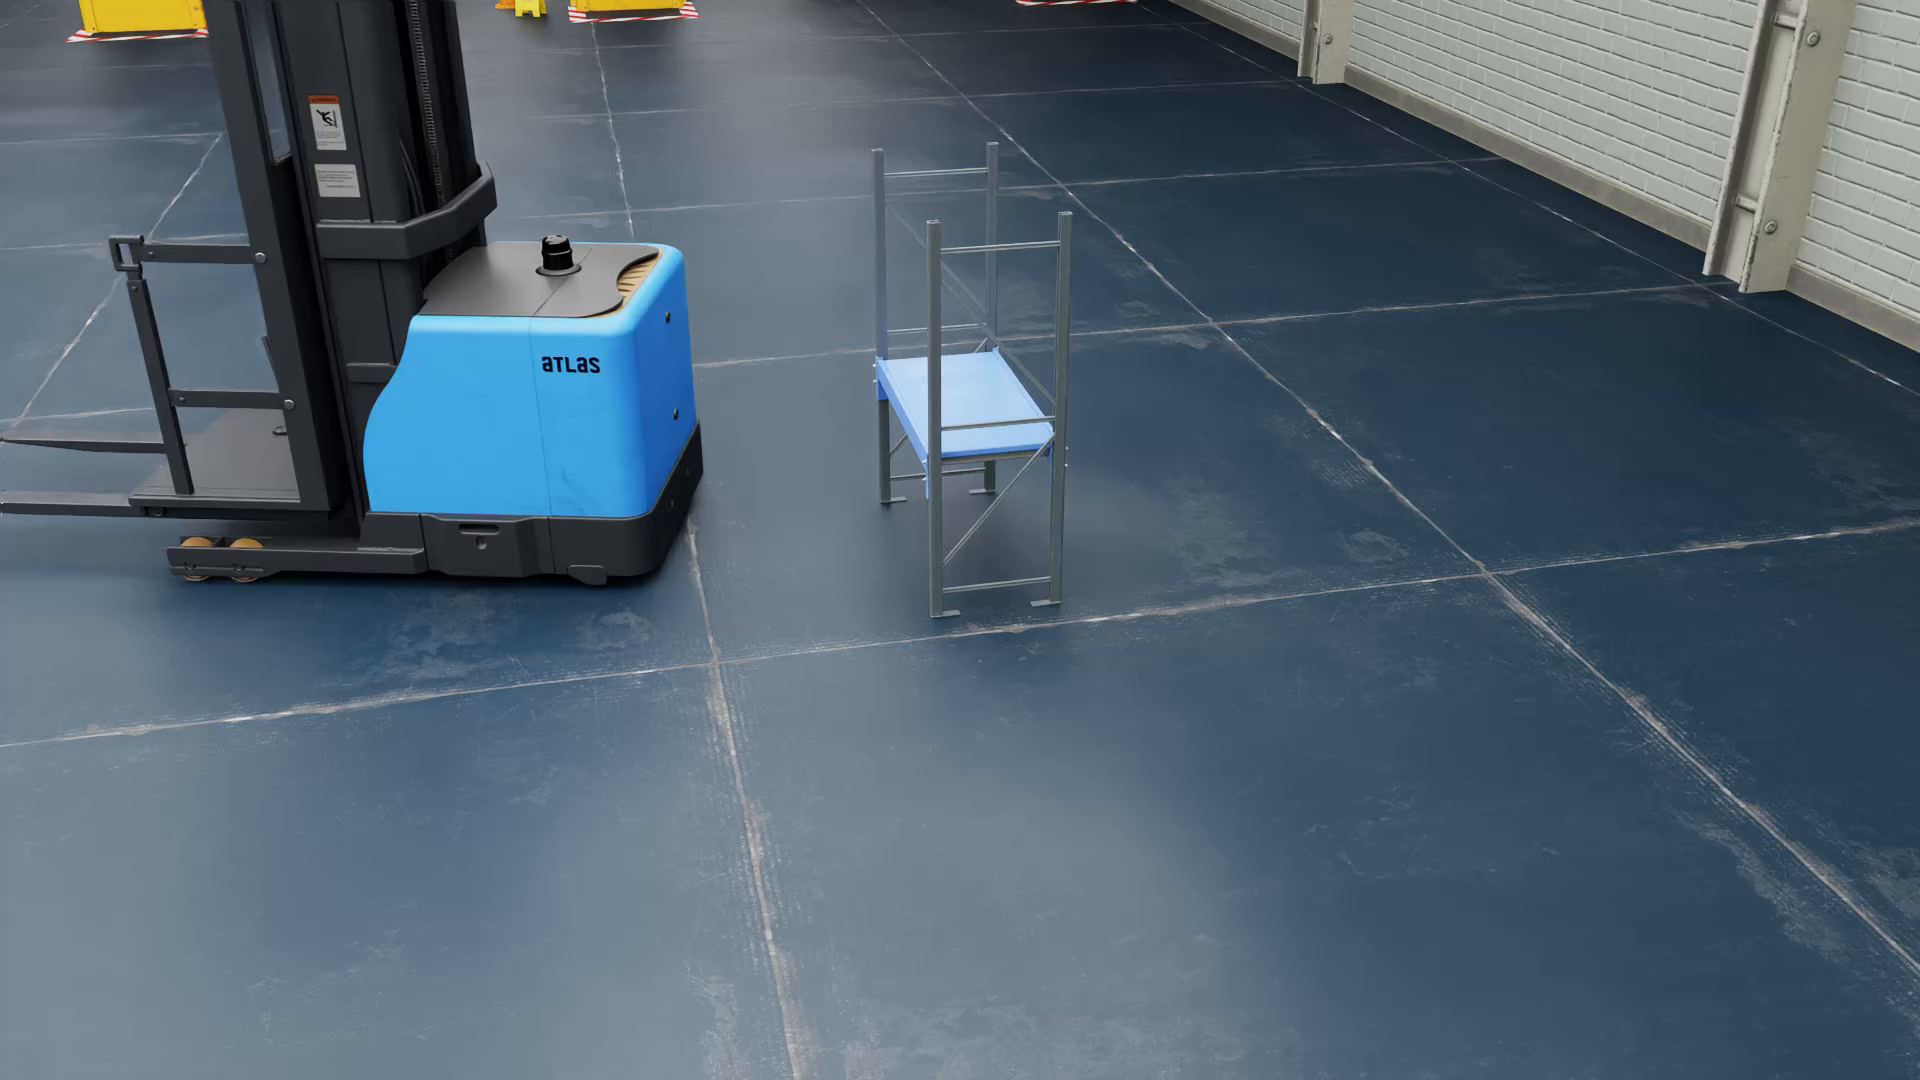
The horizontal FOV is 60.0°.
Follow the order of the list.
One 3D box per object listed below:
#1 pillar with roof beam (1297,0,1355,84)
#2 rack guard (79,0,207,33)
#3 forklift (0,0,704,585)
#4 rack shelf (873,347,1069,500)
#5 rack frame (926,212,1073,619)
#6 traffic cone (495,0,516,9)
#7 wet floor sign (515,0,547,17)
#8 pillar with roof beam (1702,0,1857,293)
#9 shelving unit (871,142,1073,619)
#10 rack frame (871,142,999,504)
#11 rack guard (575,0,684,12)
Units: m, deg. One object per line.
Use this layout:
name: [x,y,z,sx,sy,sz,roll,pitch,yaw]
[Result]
pillar with roof beam: [-0.934,-7.737,12.091,9.100,9.000,0.400,-6,27,-12]
rack guard: [-8.442,-5.553,17.197,1.175,0.500,0.348,-6,27,-12]
forklift: [-2.642,-1.380,6.232,3.031,2.935,1.130,2,27,3]
rack shelf: [0.019,-0.472,6.419,0.538,0.185,1.000,-6,27,-12]
rack frame: [0.134,-0.409,5.896,0.500,1.500,0.032,-6,27,-12]
traffic cone: [-5.002,-6.152,18.425,0.336,0.463,0.334,-6,27,-12]
wet floor sign: [-4.647,-5.984,17.889,0.267,0.644,0.232,3,27,6]
pillar with roof beam: [0.419,-5.103,6.873,9.100,9.000,0.400,-6,27,-12]
shelving unit: [0.019,-0.632,6.338,0.538,1.500,1.048,-6,27,-12]
rack frame: [-0.095,-0.855,6.780,0.500,1.500,0.032,-6,27,-12]
rack guard: [-3.665,-6.144,18.368,1.175,0.500,0.348,-6,27,-12]
